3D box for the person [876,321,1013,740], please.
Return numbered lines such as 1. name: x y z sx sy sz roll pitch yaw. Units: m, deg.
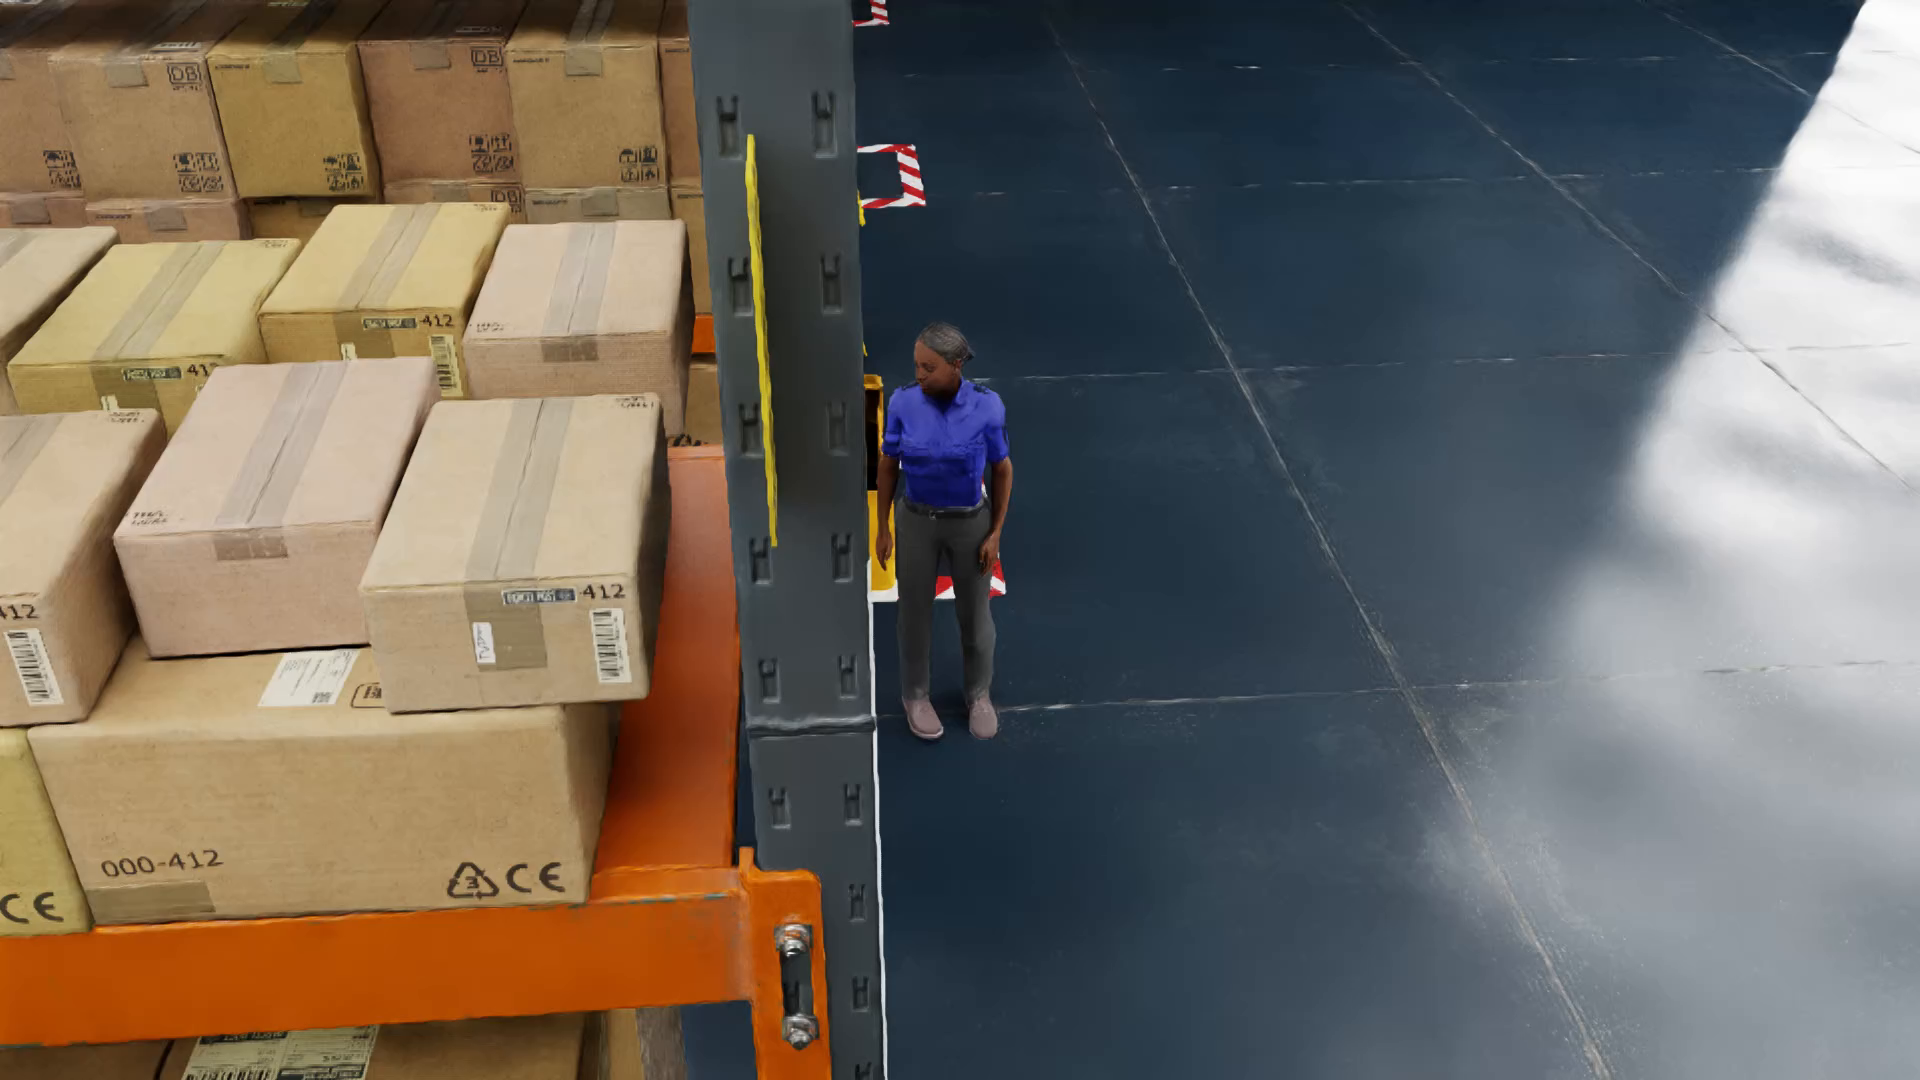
1. person: -0.062 -0.012 6.149 0.500 1.700 0.374 3 31 6
